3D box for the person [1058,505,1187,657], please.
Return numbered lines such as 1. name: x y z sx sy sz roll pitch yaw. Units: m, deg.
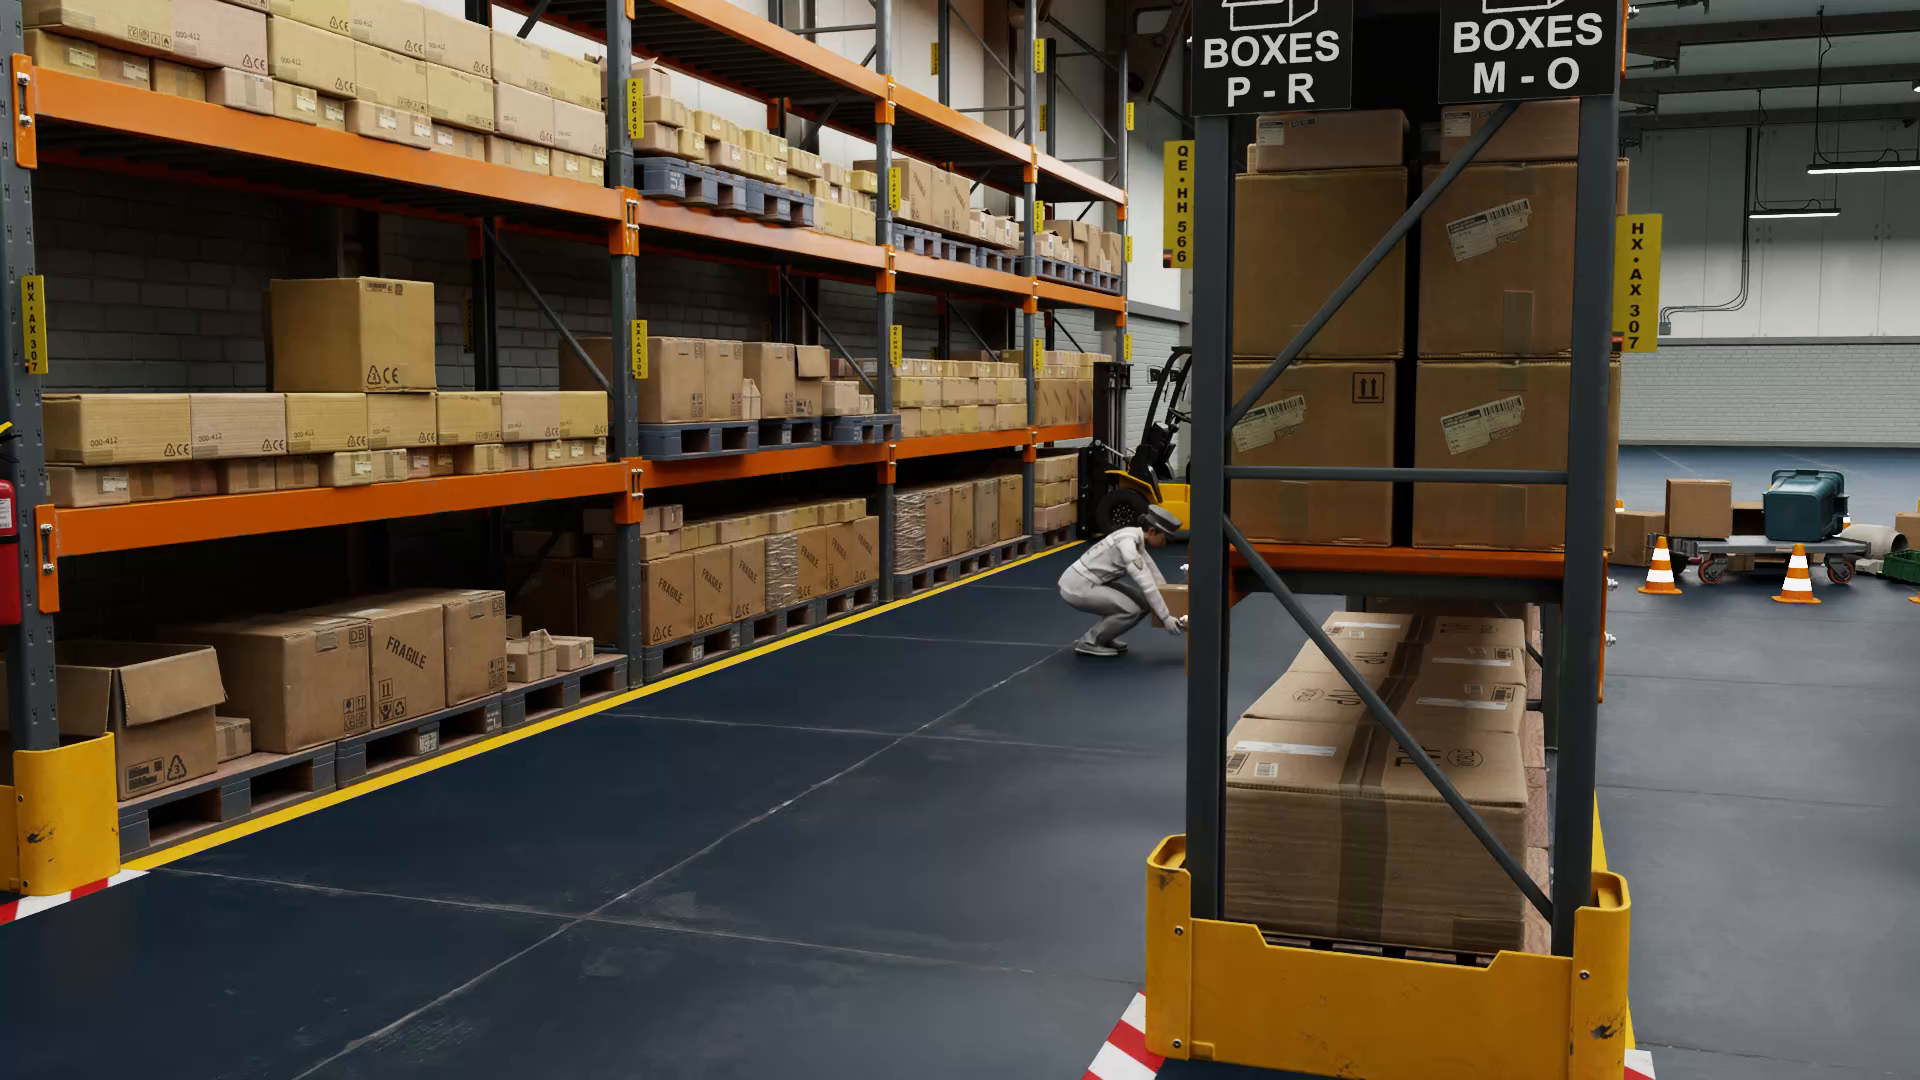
1. person: 1.061 0.261 10.736 0.840 0.978 0.469 2 6 18
